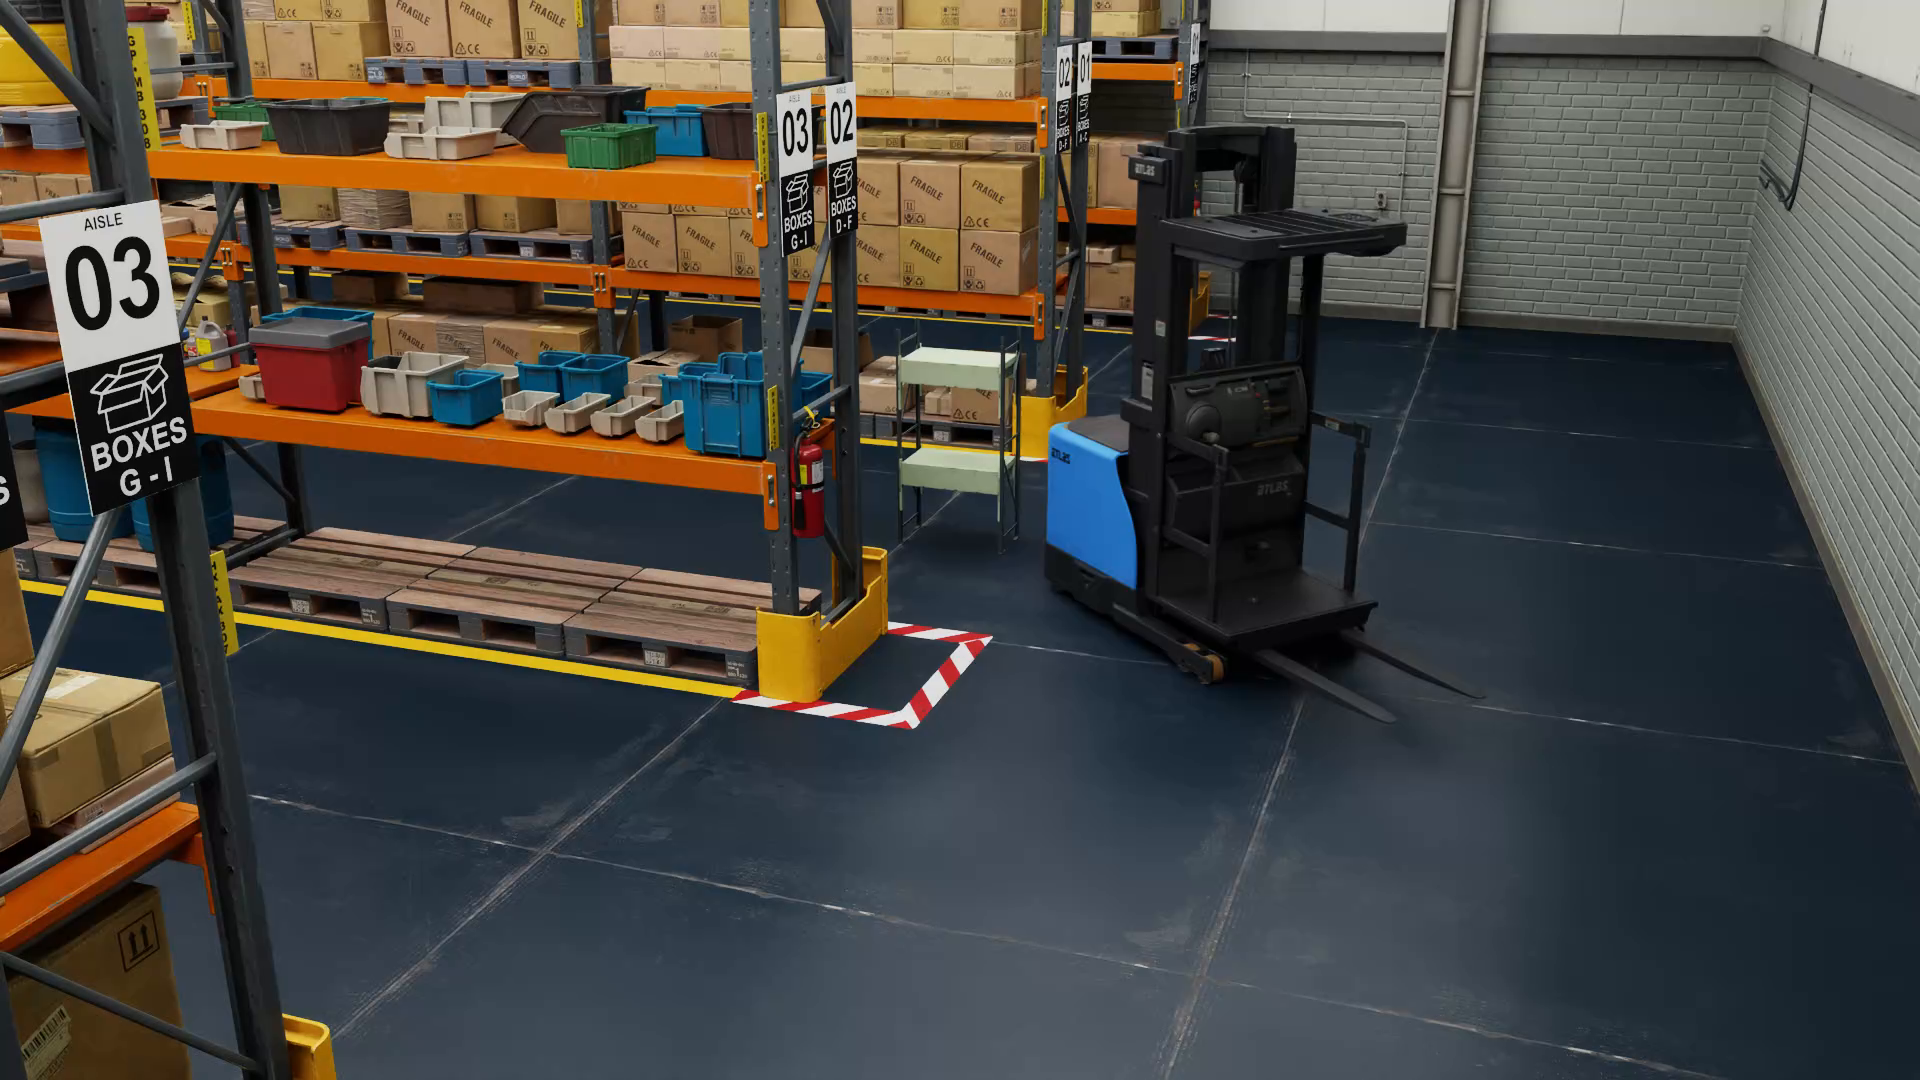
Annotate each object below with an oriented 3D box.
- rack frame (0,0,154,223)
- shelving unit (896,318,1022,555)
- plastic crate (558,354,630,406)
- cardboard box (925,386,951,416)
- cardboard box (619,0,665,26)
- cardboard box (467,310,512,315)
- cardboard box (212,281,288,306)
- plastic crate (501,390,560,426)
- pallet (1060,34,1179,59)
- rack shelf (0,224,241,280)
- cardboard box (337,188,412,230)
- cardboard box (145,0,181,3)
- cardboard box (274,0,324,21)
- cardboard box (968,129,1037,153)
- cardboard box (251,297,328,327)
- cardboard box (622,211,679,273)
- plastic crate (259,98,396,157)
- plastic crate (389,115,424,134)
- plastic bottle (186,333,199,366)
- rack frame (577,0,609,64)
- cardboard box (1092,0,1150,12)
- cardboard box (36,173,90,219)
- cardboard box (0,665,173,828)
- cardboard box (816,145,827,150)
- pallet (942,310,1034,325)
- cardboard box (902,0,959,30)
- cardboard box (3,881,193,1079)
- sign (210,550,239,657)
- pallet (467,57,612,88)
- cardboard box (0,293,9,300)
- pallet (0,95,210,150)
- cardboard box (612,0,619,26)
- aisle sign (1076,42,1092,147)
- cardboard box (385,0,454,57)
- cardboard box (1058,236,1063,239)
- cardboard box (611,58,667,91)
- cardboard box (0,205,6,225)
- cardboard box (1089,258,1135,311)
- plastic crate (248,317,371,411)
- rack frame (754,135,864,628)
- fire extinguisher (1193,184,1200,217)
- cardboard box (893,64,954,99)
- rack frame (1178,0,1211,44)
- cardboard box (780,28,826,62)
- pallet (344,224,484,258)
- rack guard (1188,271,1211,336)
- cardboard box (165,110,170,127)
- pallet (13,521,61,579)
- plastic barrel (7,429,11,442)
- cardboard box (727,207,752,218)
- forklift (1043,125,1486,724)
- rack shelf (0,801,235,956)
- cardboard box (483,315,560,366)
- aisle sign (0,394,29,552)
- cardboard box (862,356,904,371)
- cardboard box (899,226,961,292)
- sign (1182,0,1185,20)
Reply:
[{"bbox_3d":[-2.421,-2.015,3.686,0.127,3.000,1.000,7,20,18],"label":"rack frame"},{"bbox_3d":[-0.006,-0.709,11.331,0.755,1.500,0.431,7,20,18],"label":"shelving unit"},{"bbox_3d":[-2.164,-0.943,9.887,0.300,0.233,0.416,7,20,18],"label":"plastic crate"},{"bbox_3d":[-0.114,-1.186,14.057,0.250,0.166,0.380,7,20,18],"label":"cardboard box"},{"bbox_3d":[-2.473,-4.589,13.956,0.500,0.500,0.700,7,20,18],"label":"cardboard box"},{"bbox_3d":[-4.299,-1.960,15.771,0.500,0.500,0.500,7,20,19],"label":"cardboard box"},{"bbox_3d":[-7.121,-2.439,16.703,0.500,0.311,0.500,7,20,20],"label":"cardboard box"},{"bbox_3d":[-2.451,-0.742,9.458,0.250,0.136,0.298,7,20,18],"label":"plastic crate"},{"bbox_3d":[1.752,-5.254,17.669,1.213,0.211,1.003,7,20,18],"label":"pallet"},{"bbox_3d":[-8.612,-3.002,16.725,4.000,0.370,1.077,7,20,18],"label":"rack shelf"},{"bbox_3d":[-5.290,-3.180,15.353,0.500,0.500,0.700,11,22,28],"label":"cardboard box"},{"bbox_3d":[-9.966,-7.070,21.043,0.500,0.500,0.500,8,21,21],"label":"cardboard box"},{"bbox_3d":[-5.831,-4.958,15.014,0.500,0.500,0.500,7,20,18],"label":"cardboard box"},{"bbox_3d":[0.563,-4.157,18.488,0.700,0.700,0.980,6,20,15],"label":"cardboard box"},{"bbox_3d":[-6.387,-2.015,15.930,0.500,0.500,0.500,7,21,20],"label":"cardboard box"},{"bbox_3d":[-2.553,-2.601,14.330,0.500,0.500,0.500,7,20,19],"label":"cardboard box"},{"bbox_3d":[-3.490,-2.290,9.229,0.590,0.269,0.497,7,20,18],"label":"plastic crate"},{"bbox_3d":[-3.247,-2.427,9.826,0.466,0.136,0.293,7,20,18],"label":"plastic crate"},{"bbox_3d":[-5.021,-1.254,10.918,0.097,0.201,0.097,0,19,0],"label":"plastic bottle"},{"bbox_3d":[-2.945,-5.527,13.760,0.127,3.000,1.000,7,20,18],"label":"rack frame"},{"bbox_3d":[1.675,-5.742,17.233,0.500,0.500,0.500,6,20,18],"label":"cardboard box"},{"bbox_3d":[-8.811,-3.406,16.639,0.500,0.500,0.500,7,20,18],"label":"cardboard box"},{"bbox_3d":[-2.785,0.612,5.038,0.500,0.250,0.500,6,20,17],"label":"cardboard box"},{"bbox_3d":[-1.421,-3.130,14.328,0.500,0.500,0.500,7,20,18],"label":"cardboard box"},{"bbox_3d":[0.526,-2.680,18.945,1.213,0.211,1.003,7,20,18],"label":"pallet"},{"bbox_3d":[-0.101,-4.328,13.208,0.500,0.500,0.700,7,20,18],"label":"cardboard box"},{"bbox_3d":[-3.051,1.578,5.081,0.875,0.875,0.875,7,20,18],"label":"cardboard box"},{"bbox_3d":[-2.233,0.200,5.011,0.005,0.325,0.100,7,20,18],"label":"sign"},{"bbox_3d":[-3.538,-4.114,14.550,1.003,0.211,1.213,7,20,18],"label":"pallet"},{"bbox_3d":[-9.722,-2.545,17.008,0.500,0.311,0.500,6,20,17],"label":"cardboard box"},{"bbox_3d":[-5.346,-2.536,10.024,1.003,0.211,1.213,7,20,18],"label":"pallet"},{"bbox_3d":[-4.106,-6.263,19.608,0.500,0.500,0.700,5,20,15],"label":"cardboard box"},{"bbox_3d":[0.995,-3.573,13.321,0.004,0.787,0.394,7,20,18],"label":"aisle sign"},{"bbox_3d":[-4.657,-4.624,14.785,0.600,0.600,0.600,6,20,16],"label":"cardboard box"},{"bbox_3d":[0.990,-3.329,18.743,0.250,0.149,0.380,7,20,19],"label":"cardboard box"},{"bbox_3d":[-2.567,-3.910,13.907,0.500,0.250,0.500,7,20,18],"label":"cardboard box"},{"bbox_3d":[-9.732,-3.280,16.811,0.250,0.149,0.380,7,20,18],"label":"cardboard box"},{"bbox_3d":[1.762,-2.865,18.398,0.500,0.500,0.700,7,20,18],"label":"cardboard box"},{"bbox_3d":[-3.813,-1.038,9.810,0.583,0.464,0.402,7,20,18],"label":"plastic crate"},{"bbox_3d":[-0.795,-0.722,9.091,0.127,3.000,1.000,7,20,18],"label":"rack frame"},{"bbox_3d":[2.447,-3.430,17.544,0.183,0.674,0.296,7,20,18],"label":"fire extinguisher"},{"bbox_3d":[-0.207,-3.638,13.128,0.500,0.250,0.500,7,20,18],"label":"cardboard box"},{"bbox_3d":[2.456,-6.635,16.940,0.127,3.000,1.000,7,20,18],"label":"rack frame"},{"bbox_3d":[-1.153,-3.981,13.351,0.500,0.250,0.500,7,20,18],"label":"cardboard box"},{"bbox_3d":[-4.885,-2.827,15.420,1.213,0.211,1.003,7,20,18],"label":"pallet"},{"bbox_3d":[2.479,-2.620,18.332,0.348,0.500,1.175,7,20,18],"label":"rack guard"},{"bbox_3d":[-9.901,-5.399,21.565,0.500,0.500,0.500,6,20,18],"label":"cardboard box"},{"bbox_3d":[-6.445,-0.065,11.442,1.213,0.211,1.003,7,20,18],"label":"pallet"},{"bbox_3d":[-6.818,-0.476,11.411,0.708,0.588,0.600,7,20,18],"label":"plastic barrel"},{"bbox_3d":[-1.619,-2.964,13.850,0.500,0.500,0.500,6,20,16],"label":"cardboard box"},{"bbox_3d":[1.693,-0.749,9.273,1.130,2.935,3.031,-10,22,-27],"label":"forklift"},{"bbox_3d":[-4.310,0.941,5.411,4.000,0.370,1.077,7,20,18],"label":"rack shelf"},{"bbox_3d":[-3.969,-1.742,15.145,0.500,0.500,0.500,7,20,18],"label":"cardboard box"},{"bbox_3d":[-2.451,-0.309,3.955,0.004,0.787,0.394,7,20,18],"label":"aisle sign"},{"bbox_3d":[-0.531,-1.426,14.620,0.500,0.250,0.500,7,20,18],"label":"cardboard box"},{"bbox_3d":[-0.170,-2.328,13.545,0.500,0.500,0.500,7,20,19],"label":"cardboard box"},{"bbox_3d":[2.265,-5.432,16.822,0.005,0.325,0.100,7,20,18],"label":"sign"}]
